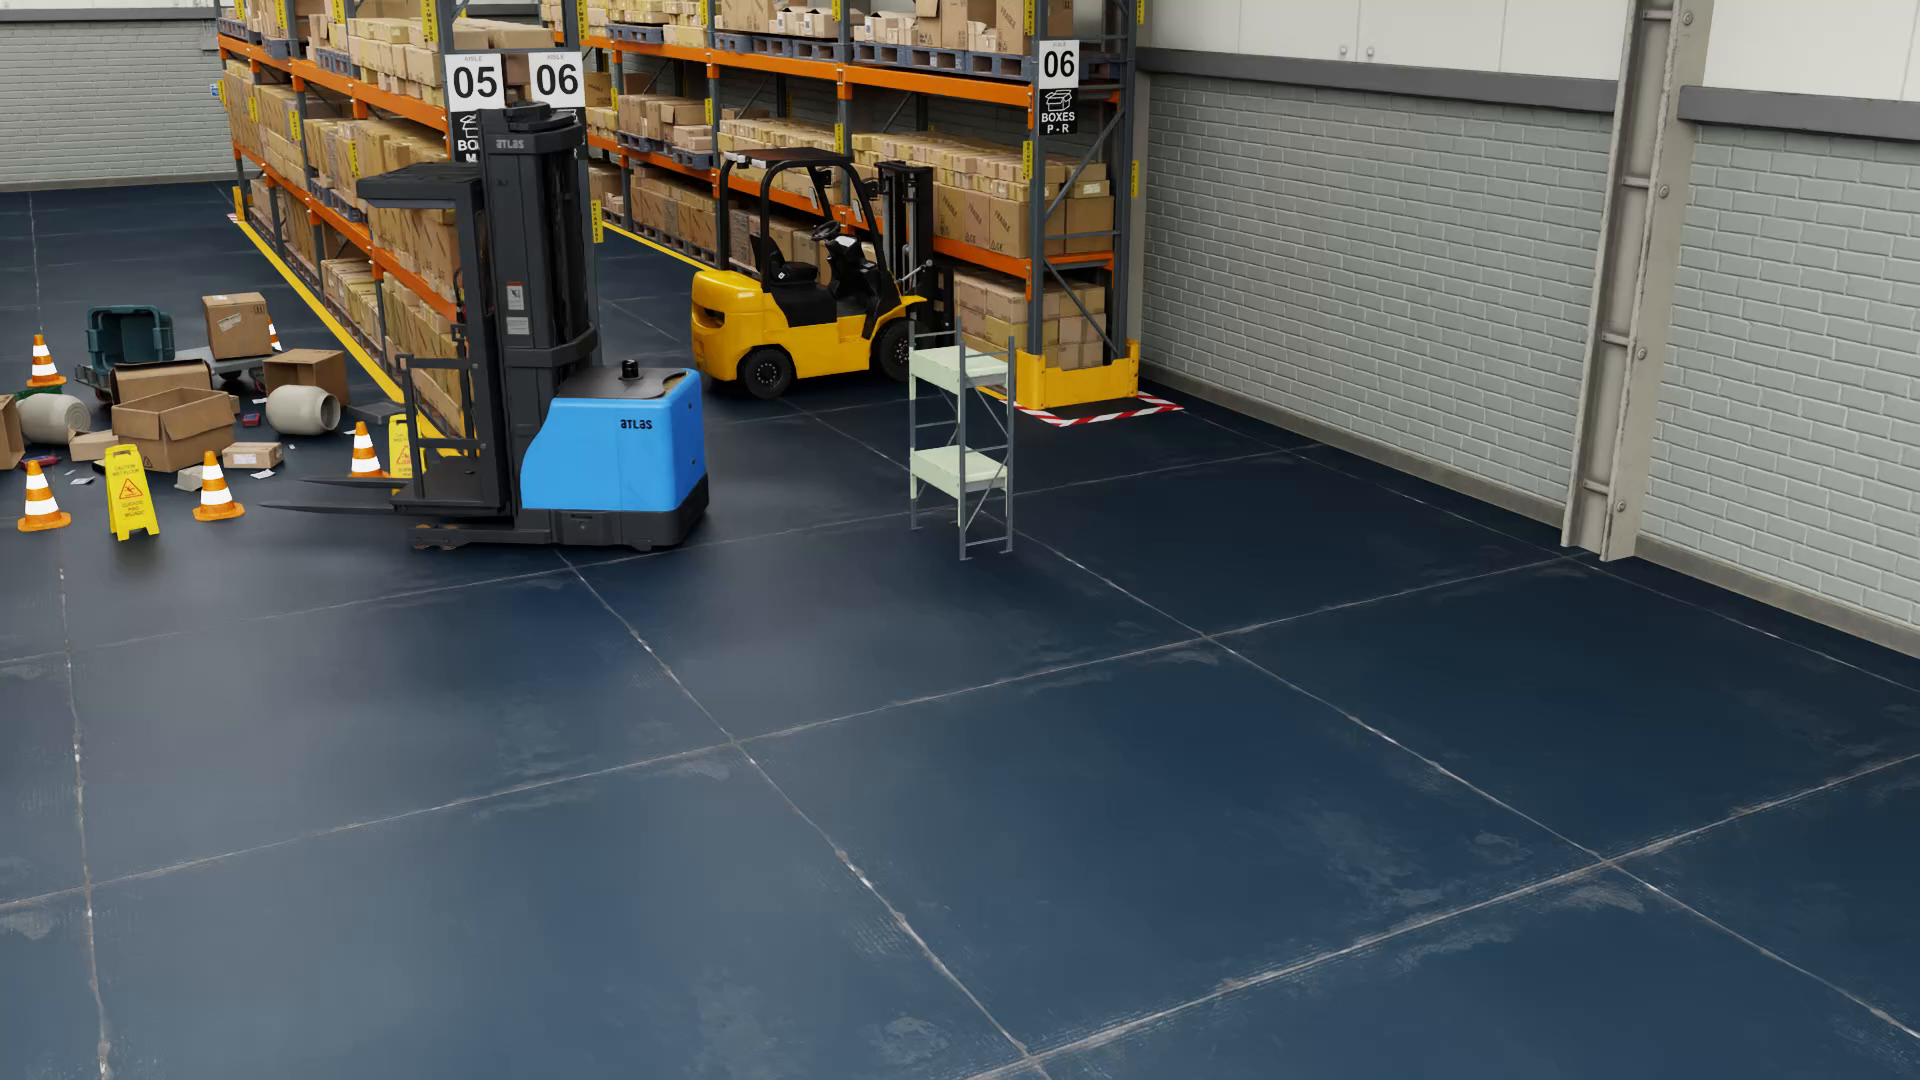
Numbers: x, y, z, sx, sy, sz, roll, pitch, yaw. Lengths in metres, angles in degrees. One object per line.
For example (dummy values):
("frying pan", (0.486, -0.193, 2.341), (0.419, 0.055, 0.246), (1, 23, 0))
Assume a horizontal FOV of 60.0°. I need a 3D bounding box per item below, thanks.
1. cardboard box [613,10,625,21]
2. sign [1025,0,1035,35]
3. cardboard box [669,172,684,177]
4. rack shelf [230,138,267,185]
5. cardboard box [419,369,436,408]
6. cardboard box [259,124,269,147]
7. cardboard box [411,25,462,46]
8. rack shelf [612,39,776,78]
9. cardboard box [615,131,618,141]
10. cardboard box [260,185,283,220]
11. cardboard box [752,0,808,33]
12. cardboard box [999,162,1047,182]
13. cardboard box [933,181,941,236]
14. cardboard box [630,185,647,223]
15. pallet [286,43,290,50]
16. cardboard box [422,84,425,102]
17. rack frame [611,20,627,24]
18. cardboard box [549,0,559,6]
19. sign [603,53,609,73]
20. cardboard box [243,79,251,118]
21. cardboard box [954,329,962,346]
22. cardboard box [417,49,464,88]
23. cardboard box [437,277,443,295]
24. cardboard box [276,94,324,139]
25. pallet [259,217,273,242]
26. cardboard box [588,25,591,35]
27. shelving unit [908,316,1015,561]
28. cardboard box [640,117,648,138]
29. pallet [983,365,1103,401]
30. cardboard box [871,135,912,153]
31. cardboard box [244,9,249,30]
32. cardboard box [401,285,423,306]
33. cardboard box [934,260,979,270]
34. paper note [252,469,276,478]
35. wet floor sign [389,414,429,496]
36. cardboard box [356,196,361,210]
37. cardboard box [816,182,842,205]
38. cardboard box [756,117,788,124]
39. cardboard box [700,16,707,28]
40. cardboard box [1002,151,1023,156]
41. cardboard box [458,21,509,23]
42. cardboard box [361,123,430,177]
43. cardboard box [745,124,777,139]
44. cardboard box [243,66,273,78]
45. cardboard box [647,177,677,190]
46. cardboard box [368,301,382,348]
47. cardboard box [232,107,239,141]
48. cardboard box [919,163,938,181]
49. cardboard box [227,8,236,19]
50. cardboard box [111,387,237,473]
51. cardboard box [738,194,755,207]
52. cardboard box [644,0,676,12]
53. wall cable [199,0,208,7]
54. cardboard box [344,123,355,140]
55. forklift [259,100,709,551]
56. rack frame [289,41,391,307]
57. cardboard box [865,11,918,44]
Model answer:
("cardboard box", (-4.736, -7.497, 23.749), (0.380, 0.149, 0.250), (-10, 21, -26))
("sign", (0.594, -4.453, 14.104), (0.100, 0.325, 0.005), (-10, 21, -27))
("cardboard box", (-4.191, -5.442, 24.997), (0.380, 0.149, 0.250), (-11, 22, -29))
("rack shelf", (-9.936, -5.643, 24.490), (1.077, 0.370, 4.000), (-10, 21, -27))
("cardboard box", (-4.401, -1.353, 14.525), (0.500, 0.250, 0.500), (-11, 22, -29))
("cardboard box", (-9.026, -5.405, 22.159), (0.500, 0.250, 0.500), (-11, 22, -28))
("cardboard box", (-4.120, -3.994, 13.173), (0.380, 0.149, 0.250), (-10, 21, -27))
("rack shelf", (-3.670, -6.683, 22.904), (1.077, 0.370, 4.000), (-10, 21, -27))
("cardboard box", (-4.994, -6.113, 25.133), (0.380, 0.149, 0.250), (-10, 21, -26))
("cardboard box", (-10.043, -5.109, 25.124), (0.875, 0.438, 0.875), (-9, 21, -25))
("cardboard box", (-2.108, -6.204, 19.463), (0.500, 0.500, 0.500), (-9, 21, -25))
("cardboard box", (0.578, -3.365, 15.181), (0.380, 0.149, 0.250), (-10, 21, -27))
("cardboard box", (-0.117, -3.322, 16.507), (0.500, 0.500, 0.500), (-10, 21, -26))
("cardboard box", (-4.588, -5.022, 24.776), (0.500, 0.500, 0.500), (-9, 21, -24))
("pallet", (-8.508, -6.481, 21.510), (0.805, 0.209, 1.217), (-11, 22, -29))
("cardboard box", (-3.947, -3.471, 12.877), (0.380, 0.149, 0.250), (-9, 21, -25))
("rack frame", (-4.620, -9.015, 23.961), (1.000, 3.000, 0.127), (-10, 21, -27))
("cardboard box", (-6.305, -8.736, 26.759), (0.500, 0.250, 0.500), (-10, 21, -27))
("sign", (-6.022, -8.104, 28.260), (0.100, 0.325, 0.005), (-10, 21, -27))
("cardboard box", (-9.687, -6.169, 23.224), (0.500, 0.500, 0.500), (-10, 22, -27))
("cardboard box", (0.120, -2.008, 16.424), (0.500, 0.250, 0.500), (-10, 21, -26))
("cardboard box", (-3.768, -3.557, 12.517), (0.500, 0.250, 0.500), (-10, 22, -27))
("cardboard box", (-3.975, -2.052, 13.366), (0.380, 0.149, 0.250), (-10, 22, -28))
("cardboard box", (-8.044, -5.178, 20.354), (0.500, 0.500, 0.500), (-10, 21, -27))
("pallet", (-9.862, -4.672, 24.848), (1.003, 0.211, 1.213), (-10, 21, -27))
("cardboard box", (-5.498, -7.837, 25.532), (0.380, 0.149, 0.250), (-9, 21, -25))
("shelving unit", (0.003, -0.707, 11.381), (0.431, 1.500, 0.755), (-10, 21, -27))
("cardboard box", (-4.298, -5.856, 23.565), (0.396, 0.266, 0.258), (-9, 21, -24))
("pallet", (0.678, -1.629, 16.029), (1.003, 0.211, 1.213), (-10, 21, -27))
("cardboard box", (-0.712, -4.181, 17.546), (0.380, 0.149, 0.250), (-10, 21, -26))
("cardboard box", (-9.057, -6.764, 21.600), (0.396, 0.266, 0.258), (-10, 22, -27))
("cardboard box", (-4.763, -2.192, 14.813), (0.380, 0.149, 0.250), (-9, 21, -24))
("cardboard box", (-0.145, -2.625, 16.679), (0.500, 0.250, 0.500), (-10, 22, -28))
("paper note", (-5.489, -0.524, 13.103), (0.142, 0.019, 0.148), (16, 25, 39))
("wet floor sign", (-4.140, -0.631, 12.471), (0.267, 0.644, 0.232), (-3, 19, -8))
("cardboard box", (-5.785, -3.376, 16.557), (0.380, 0.149, 0.250), (-11, 22, -28))
("cardboard box", (-1.291, -3.916, 18.611), (0.500, 0.250, 0.500), (-9, 21, -25))
("cardboard box", (-2.388, -5.323, 21.310), (0.380, 0.149, 0.250), (-9, 21, -25))
("cardboard box", (-3.101, -6.631, 21.269), (0.380, 0.149, 0.250), (-9, 21, -26))
("cardboard box", (0.623, -3.657, 16.028), (0.380, 0.149, 0.250), (-9, 21, -25))
("cardboard box", (-4.025, -4.301, 14.062), (0.380, 0.149, 0.250), (-10, 21, -26))
("cardboard box", (-4.946, -3.463, 14.927), (0.700, 0.500, 0.500), (-10, 21, -26))
("cardboard box", (-2.421, -5.028, 20.457), (0.380, 0.149, 0.250), (-10, 21, -26))
("cardboard box", (-9.964, -6.652, 23.629), (0.380, 0.149, 0.250), (-10, 22, -28))
("cardboard box", (-4.352, -5.219, 24.351), (0.380, 0.149, 0.250), (-11, 22, -29))
("cardboard box", (-5.439, -2.219, 16.849), (0.950, 0.372, 0.625), (-10, 21, -26))
("cardboard box", (-10.646, -6.282, 25.084), (0.500, 0.500, 0.500), (-10, 22, -27))
("cardboard box", (-0.185, -3.657, 16.484), (0.380, 0.149, 0.250), (-10, 22, -28))
("cardboard box", (-10.572, -7.754, 24.495), (0.380, 0.149, 0.250), (-9, 21, -25))
("cardboard box", (-6.350, -0.896, 13.458), (0.637, 0.503, 0.797), (7, 20, 20))
("cardboard box", (-2.796, -4.633, 22.652), (0.380, 0.149, 0.250), (-9, 21, -25))
("cardboard box", (-4.081, -7.278, 22.658), (0.380, 0.149, 0.250), (-10, 21, -26))
("wall cable", (-13.835, -10.983, 29.664), (0.463, 3.000, 0.029), (-10, 21, -27))
("cardboard box", (-5.944, -4.099, 16.664), (0.380, 0.149, 0.250), (-11, 22, -28))
("forklift", (-3.383, -1.487, 11.446), (3.031, 2.935, 1.130), (2, 19, 5))
("rack frame", (-7.087, -4.261, 19.381), (1.000, 3.000, 0.127), (-10, 21, -27))
("cardboard box", (-0.641, -5.228, 16.924), (0.500, 0.311, 0.500), (-9, 21, -26))
